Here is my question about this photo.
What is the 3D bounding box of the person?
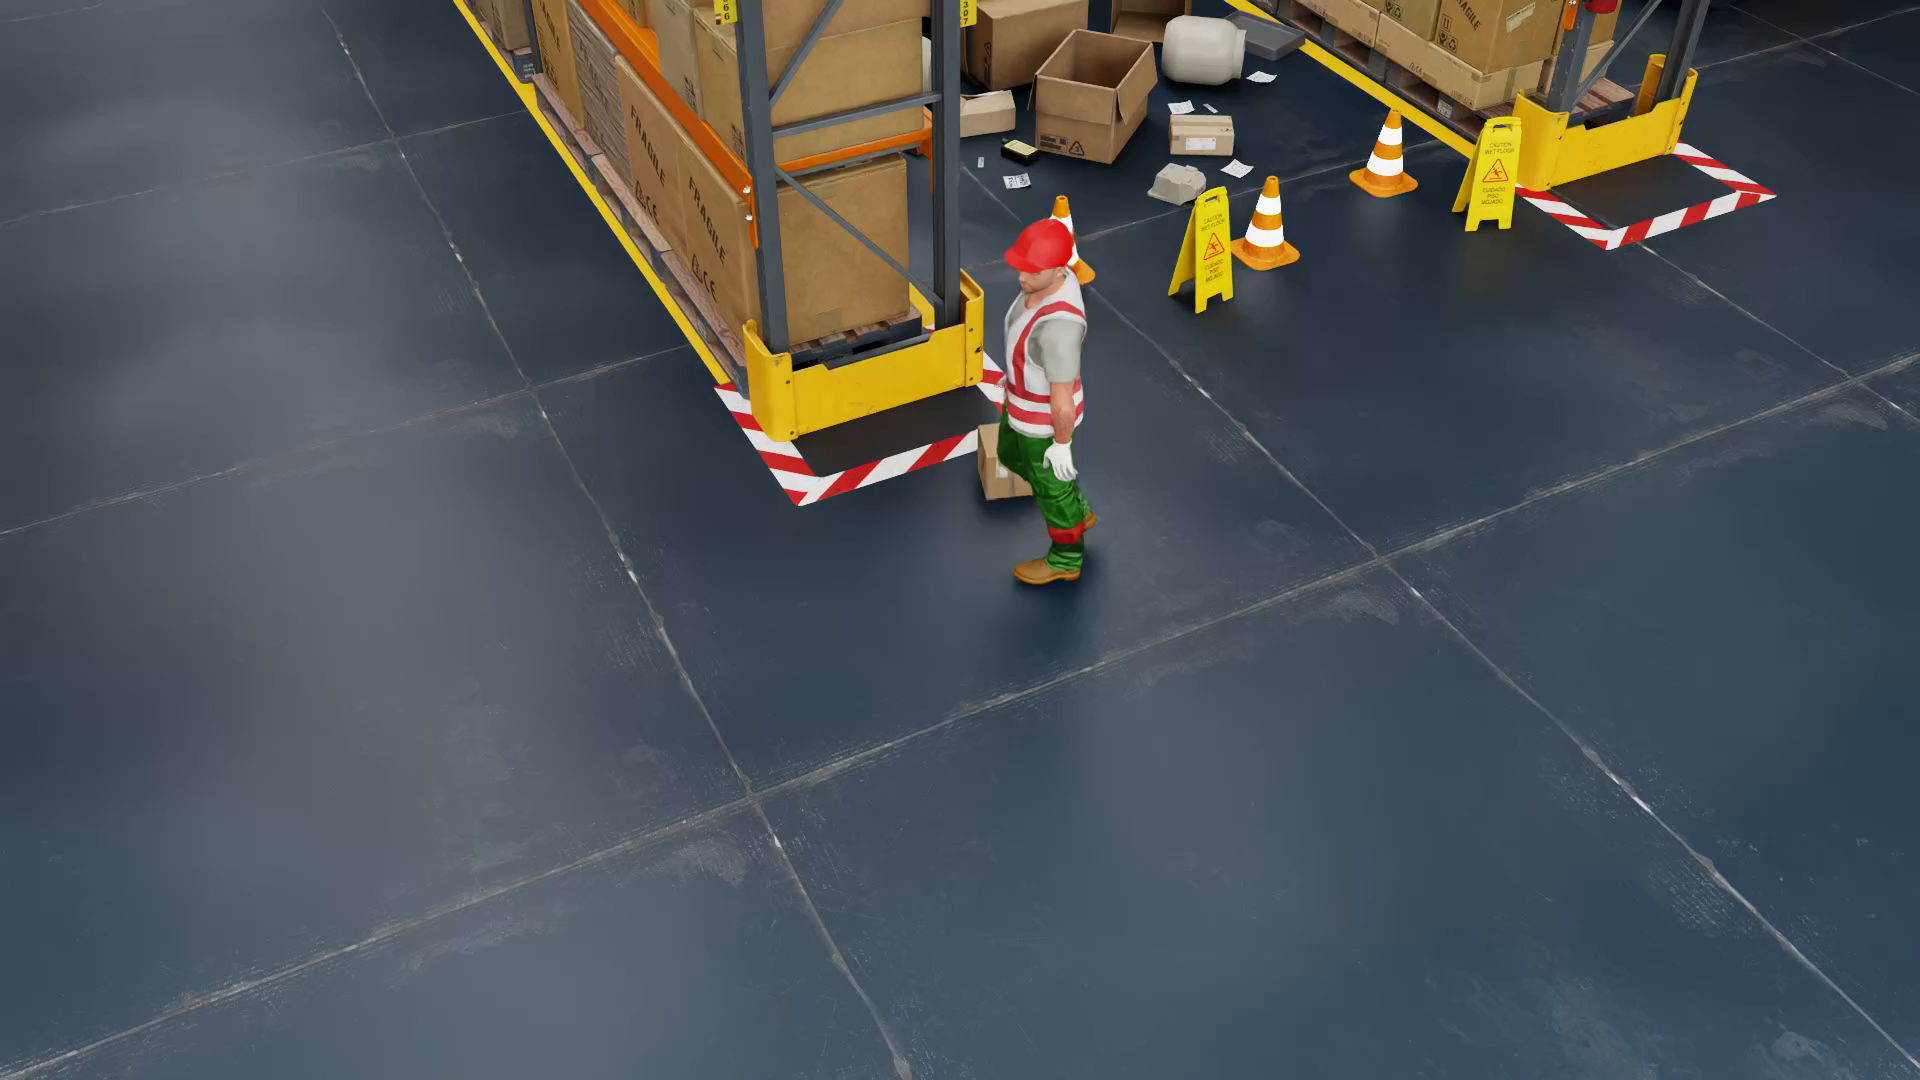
[{"bbox_3d":[0.384,-0.553,6.750,0.454,1.779,0.691,-2,41,-2],"label":"person"}]
